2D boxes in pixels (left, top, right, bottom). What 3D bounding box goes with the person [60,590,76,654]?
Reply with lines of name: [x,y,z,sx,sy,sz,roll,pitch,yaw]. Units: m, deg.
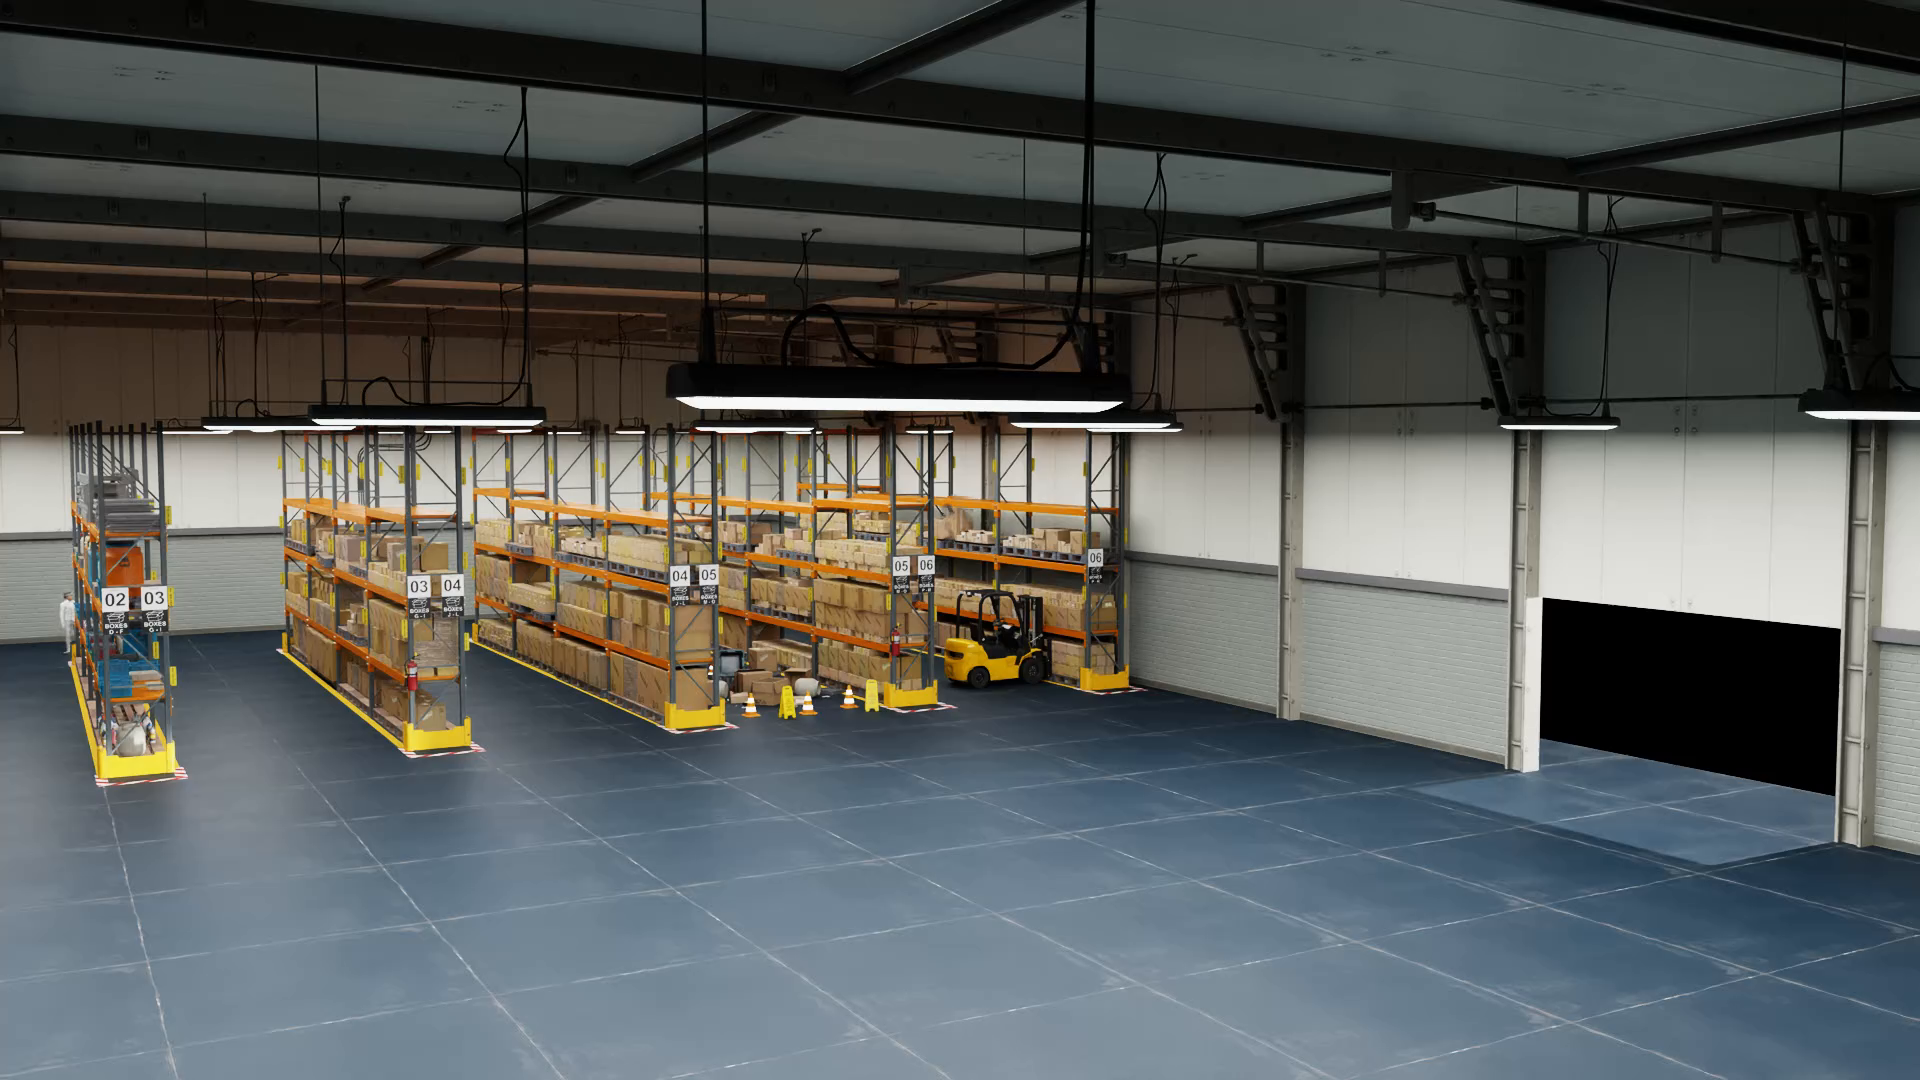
person: [-23.633,2.159,44.235,0.513,1.655,0.826,-2,4,-23]
